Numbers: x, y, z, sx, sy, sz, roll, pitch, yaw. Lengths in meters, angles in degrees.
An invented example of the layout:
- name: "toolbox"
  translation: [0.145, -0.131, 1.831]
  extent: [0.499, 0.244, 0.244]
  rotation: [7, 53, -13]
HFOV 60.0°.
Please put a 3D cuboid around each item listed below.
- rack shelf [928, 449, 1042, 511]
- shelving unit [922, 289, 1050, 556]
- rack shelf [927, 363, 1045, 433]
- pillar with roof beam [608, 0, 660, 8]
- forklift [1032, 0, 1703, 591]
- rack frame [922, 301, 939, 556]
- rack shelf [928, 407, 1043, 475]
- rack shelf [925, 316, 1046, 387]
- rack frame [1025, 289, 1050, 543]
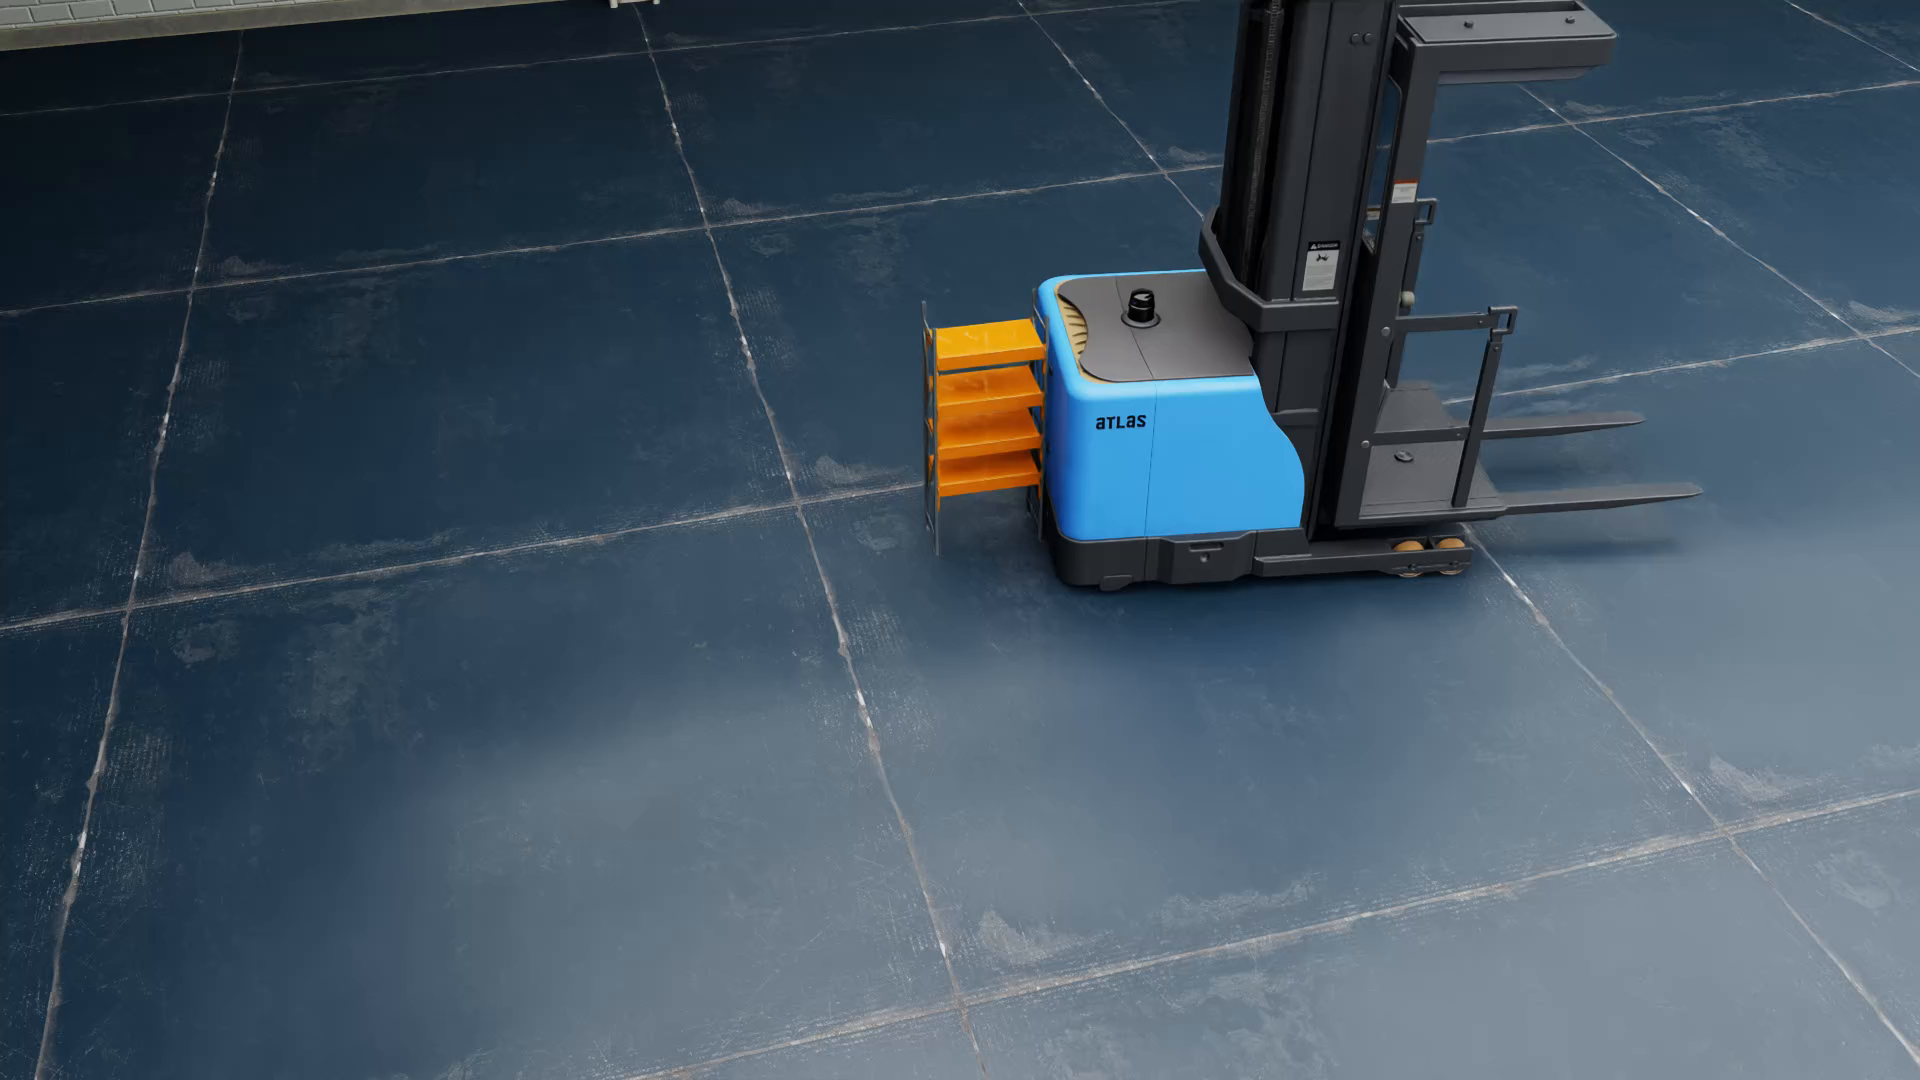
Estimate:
- name: "rack shelf"
  translation: [0.107, -0.294, 7.584]
  extent: [0.480, 0.148, 0.258]
  rotation: [-8, 38, -10]
- name: "shelving unit"
  translation: [0.107, -0.505, 7.422]
  extent: [0.503, 1.200, 0.258]
  rotation: [-8, 38, -10]
- name: "rack shelf"
  translation: [0.107, -0.629, 7.327]
  extent: [0.480, 0.148, 0.258]
  rotation: [-8, 38, -10]
- name: "pillar with roof beam"
  translation: [-1.527, -5.434, 7.448]
  extent: [0.400, 9.000, 9.100]
  rotation: [-9, 38, -12]
- name: "forklift"
  translation: [1.890, -1.312, 7.052]
  extent: [3.031, 2.935, 1.130]
  rotation: [-4, 38, -5]
- name: "rack frame"
  translation: [-0.131, -0.473, 7.380]
  extent: [0.015, 1.200, 0.240]
  rotation: [-8, 38, -10]
- name: "rack shelf"
  translation: [0.107, -0.451, 7.463]
  extent: [0.480, 0.148, 0.258]
  rotation: [-8, 38, -10]
- name: "rack shelf"
  translation: [0.107, -0.817, 7.184]
  extent: [0.480, 0.148, 0.258]
  rotation: [-8, 38, -10]
- name: "rack frame"
  translation: [0.345, -0.537, 7.464]
  extent: [0.015, 1.200, 0.240]
  rotation: [-8, 38, -10]
